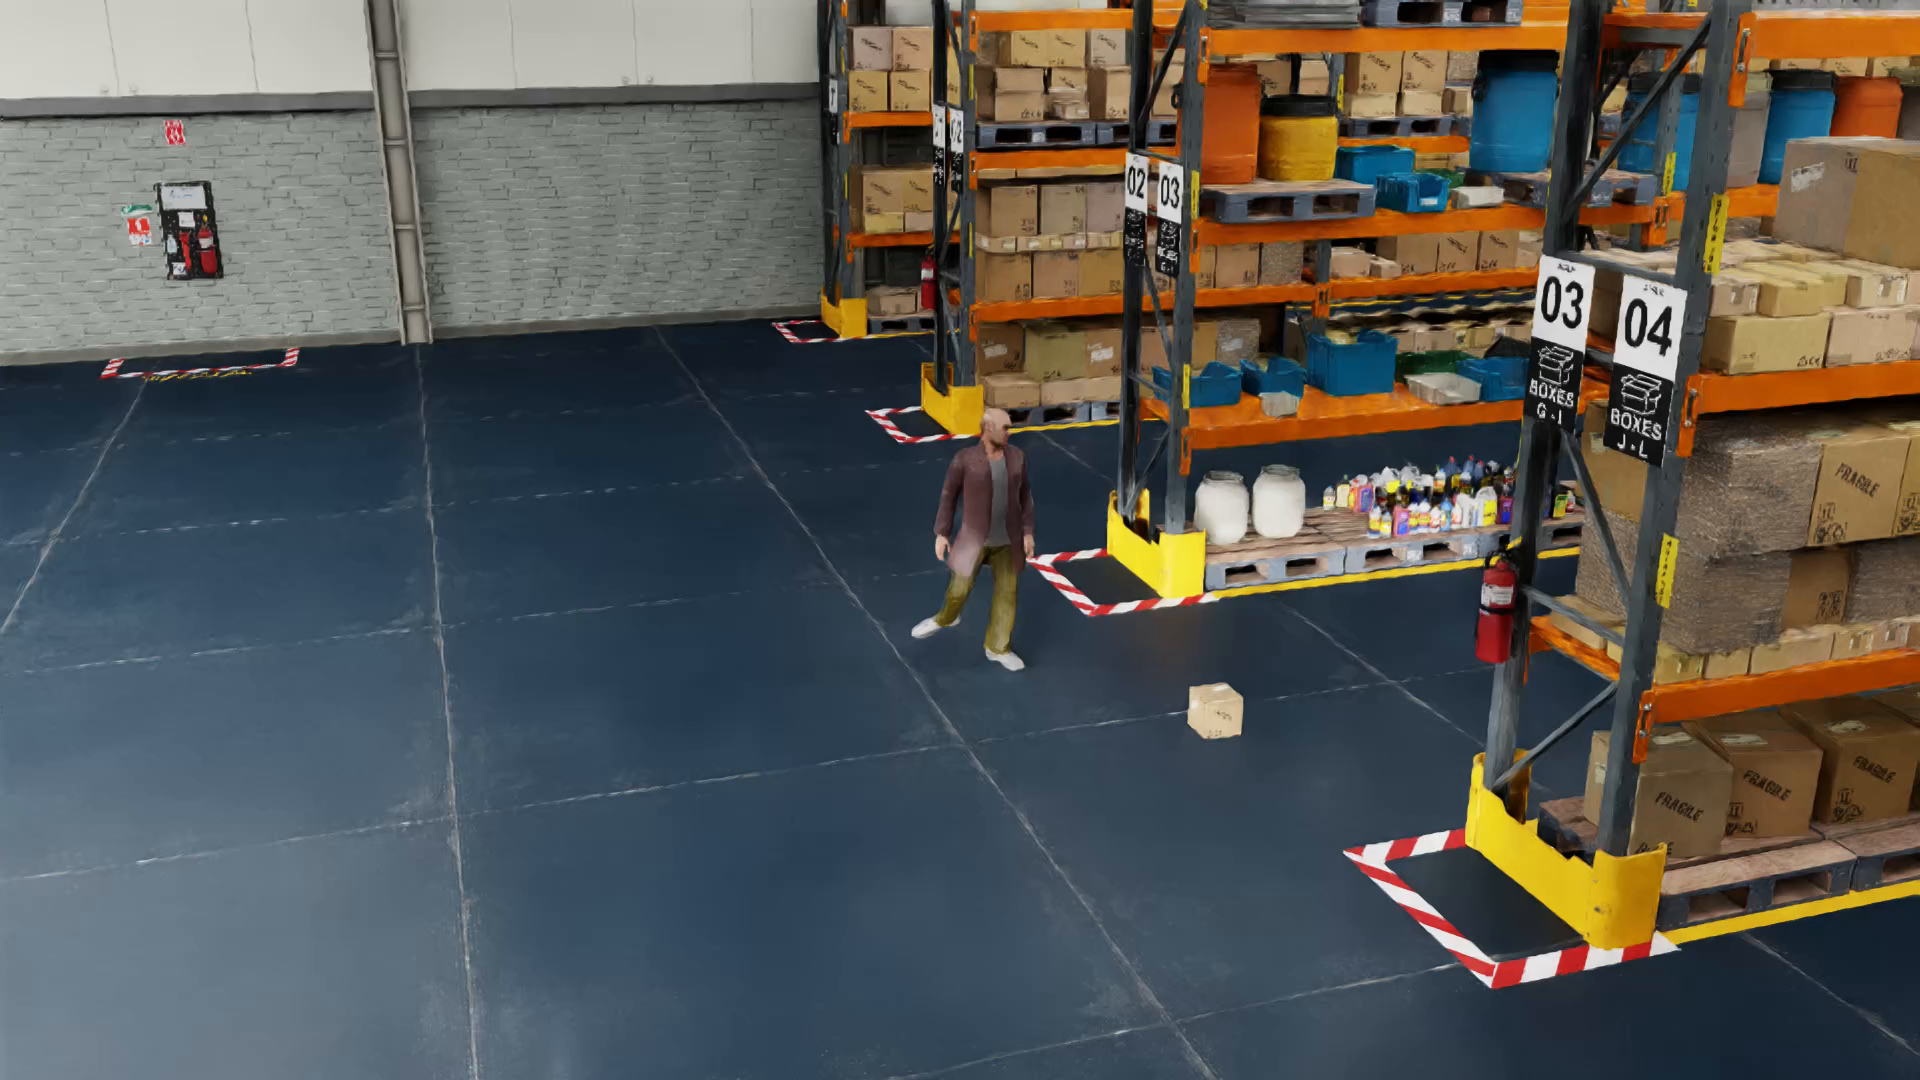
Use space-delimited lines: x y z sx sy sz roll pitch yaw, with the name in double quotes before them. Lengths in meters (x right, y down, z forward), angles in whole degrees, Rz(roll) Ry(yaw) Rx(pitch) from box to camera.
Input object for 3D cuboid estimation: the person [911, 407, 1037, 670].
"person" 0.110 -0.027 11.166 0.787 1.775 0.662 -6 20 -16
